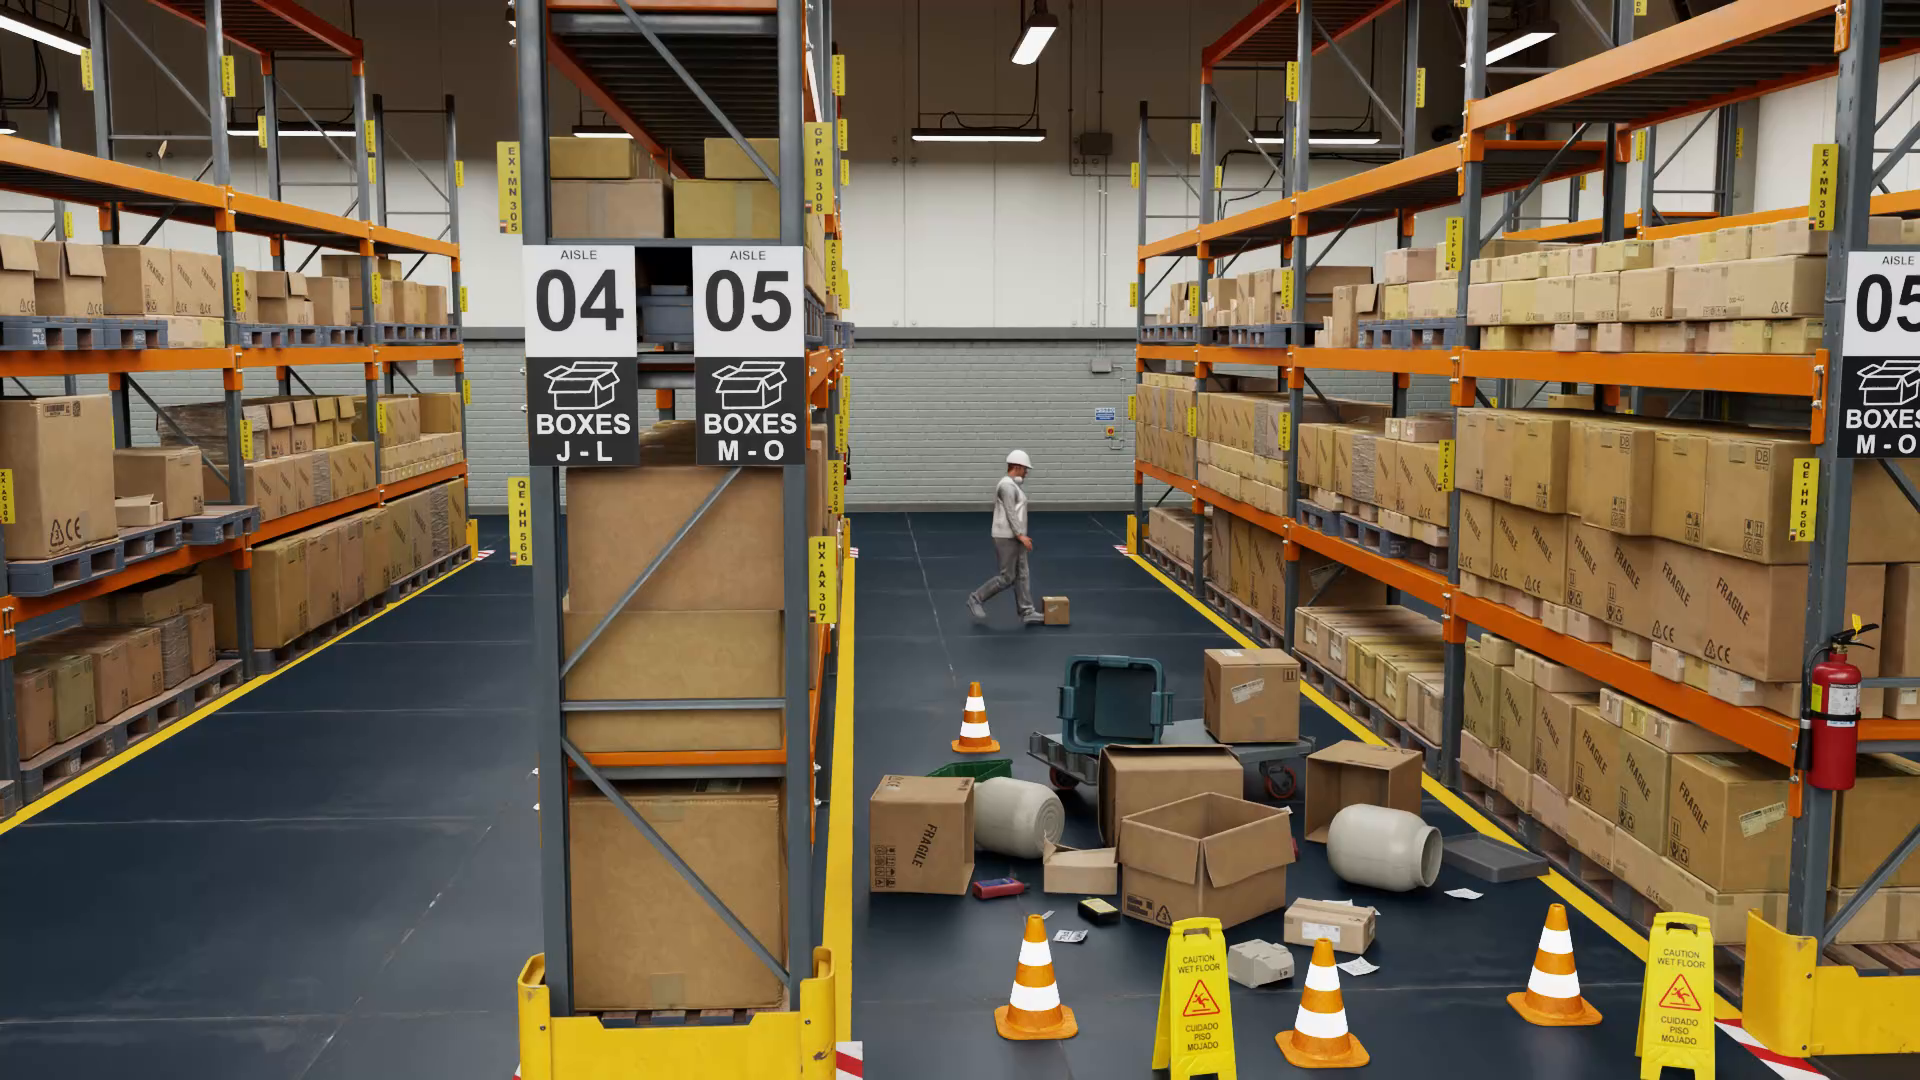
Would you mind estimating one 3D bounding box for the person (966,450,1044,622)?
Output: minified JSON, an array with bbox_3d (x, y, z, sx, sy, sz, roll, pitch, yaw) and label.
[{"bbox_3d":[0.493,-0.030,16.855,0.851,1.757,0.554,1,7,11],"label":"person"}]
